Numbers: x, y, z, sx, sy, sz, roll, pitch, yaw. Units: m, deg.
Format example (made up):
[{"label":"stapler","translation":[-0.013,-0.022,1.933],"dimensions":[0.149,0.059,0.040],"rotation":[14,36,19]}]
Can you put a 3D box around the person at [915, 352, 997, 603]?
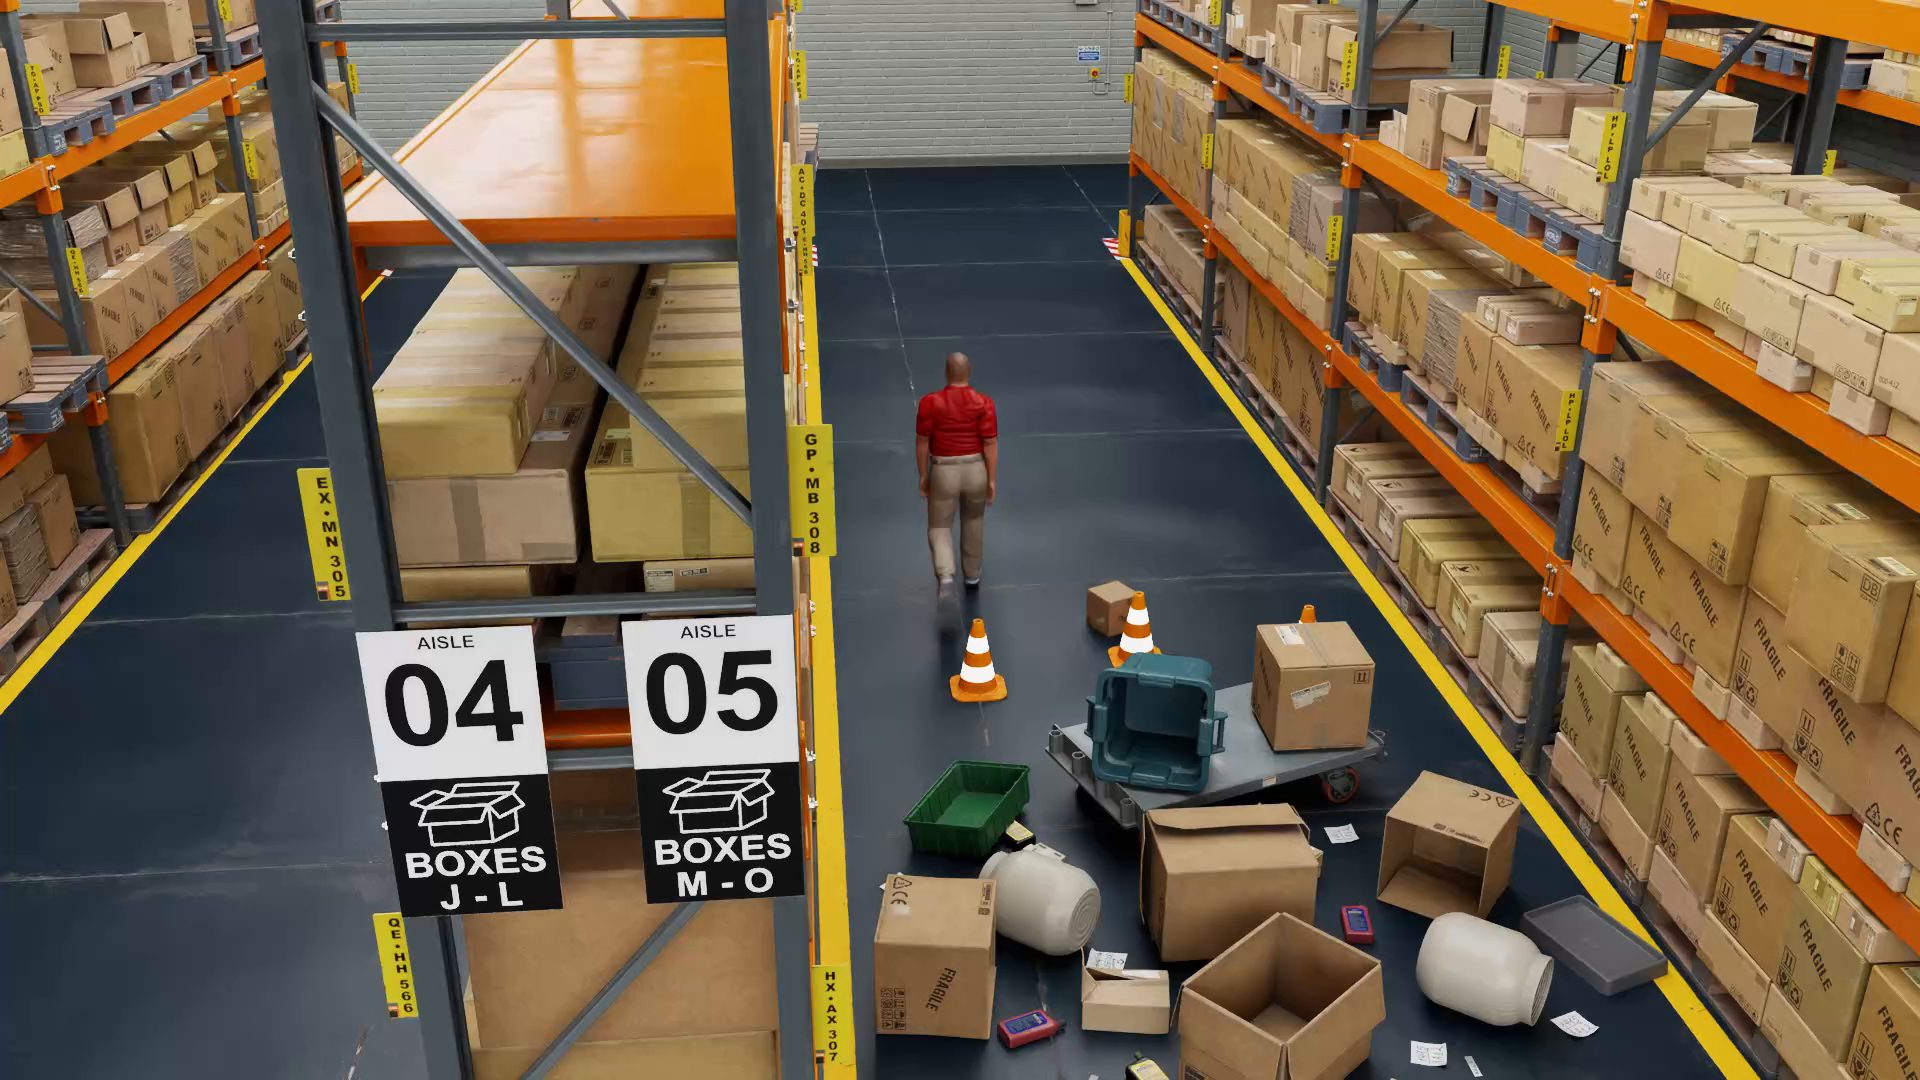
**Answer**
[{"label":"person","translation":[-0.023,-0.414,11.050],"dimensions":[0.536,1.694,0.848],"rotation":[-2,24,-4]}]
